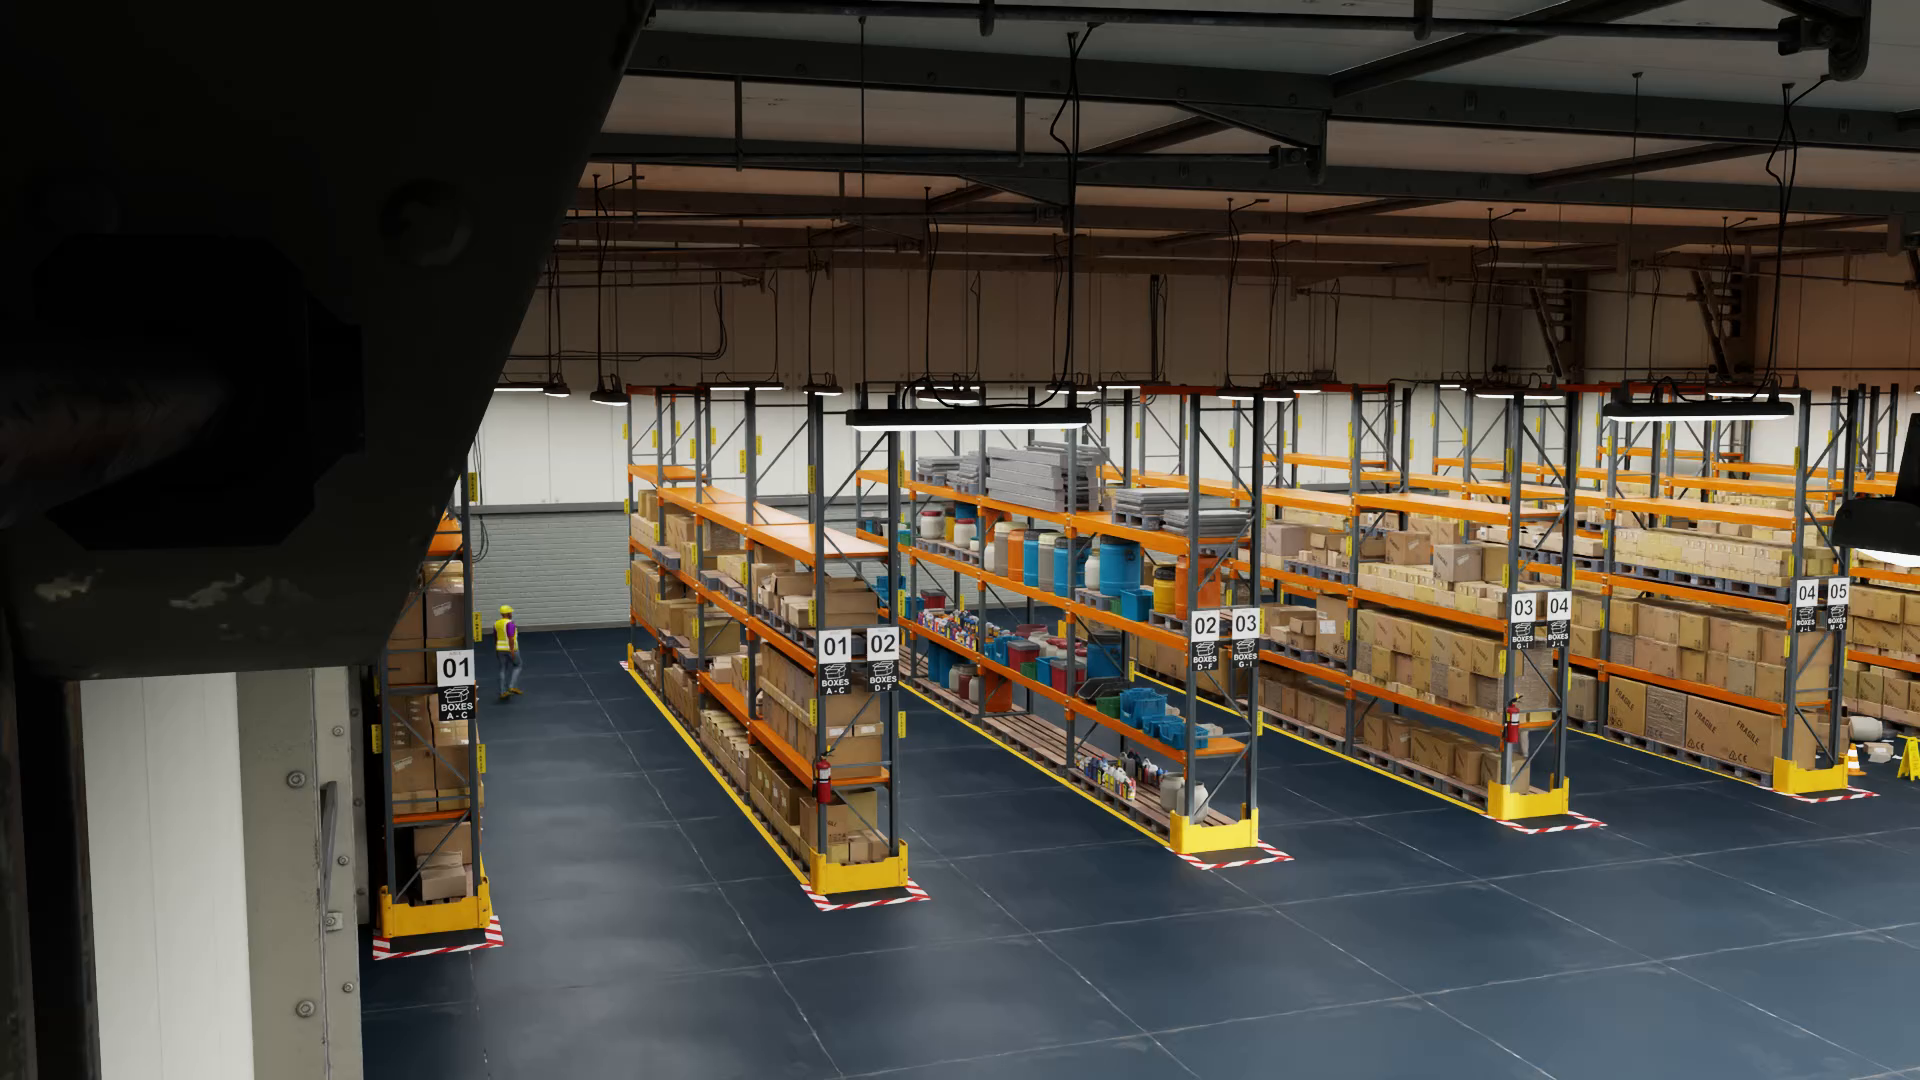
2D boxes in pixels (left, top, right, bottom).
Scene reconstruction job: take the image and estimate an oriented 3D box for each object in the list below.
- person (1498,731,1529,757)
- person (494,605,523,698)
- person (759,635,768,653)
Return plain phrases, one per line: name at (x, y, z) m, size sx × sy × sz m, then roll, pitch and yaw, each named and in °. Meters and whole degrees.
person at (9.078, 2.708, 27.158) m, size 0.545 × 1.782 × 0.599 m, roll -3°, pitch 6°, yaw -24°
person at (-8.763, 2.138, 32.060) m, size 0.561 × 1.748 × 0.537 m, roll 1°, pitch 6°, yaw 12°
person at (-3.716, 2.116, 32.847) m, size 0.552 × 1.667 × 0.465 m, roll 2°, pitch 6°, yaw 17°
